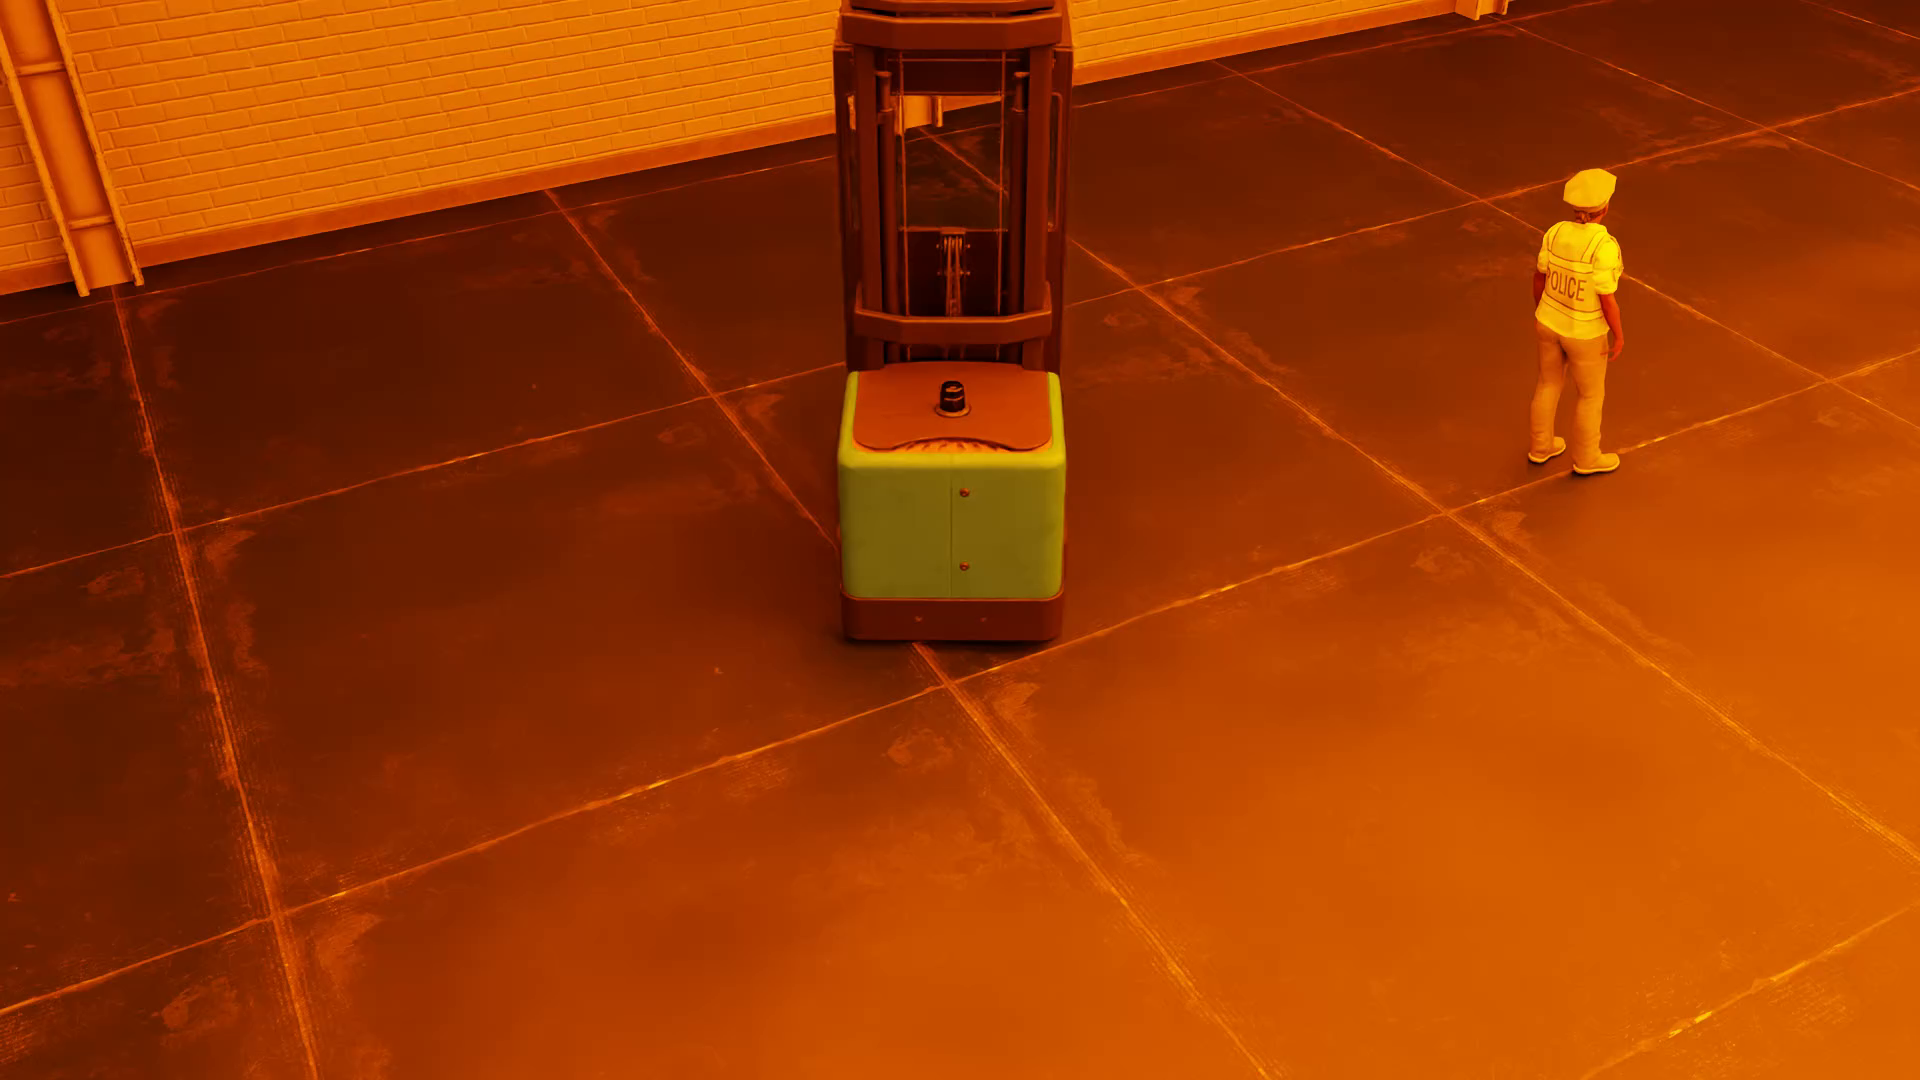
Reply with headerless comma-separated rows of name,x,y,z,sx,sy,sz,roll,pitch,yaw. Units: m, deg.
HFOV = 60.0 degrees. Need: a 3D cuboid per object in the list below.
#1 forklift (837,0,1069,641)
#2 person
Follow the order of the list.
forklift,-0.031,-1.537,8.298,1.130,2.935,3.031,0,35,0
person,3.246,-1.160,8.765,0.394,1.629,0.512,-22,41,-28
